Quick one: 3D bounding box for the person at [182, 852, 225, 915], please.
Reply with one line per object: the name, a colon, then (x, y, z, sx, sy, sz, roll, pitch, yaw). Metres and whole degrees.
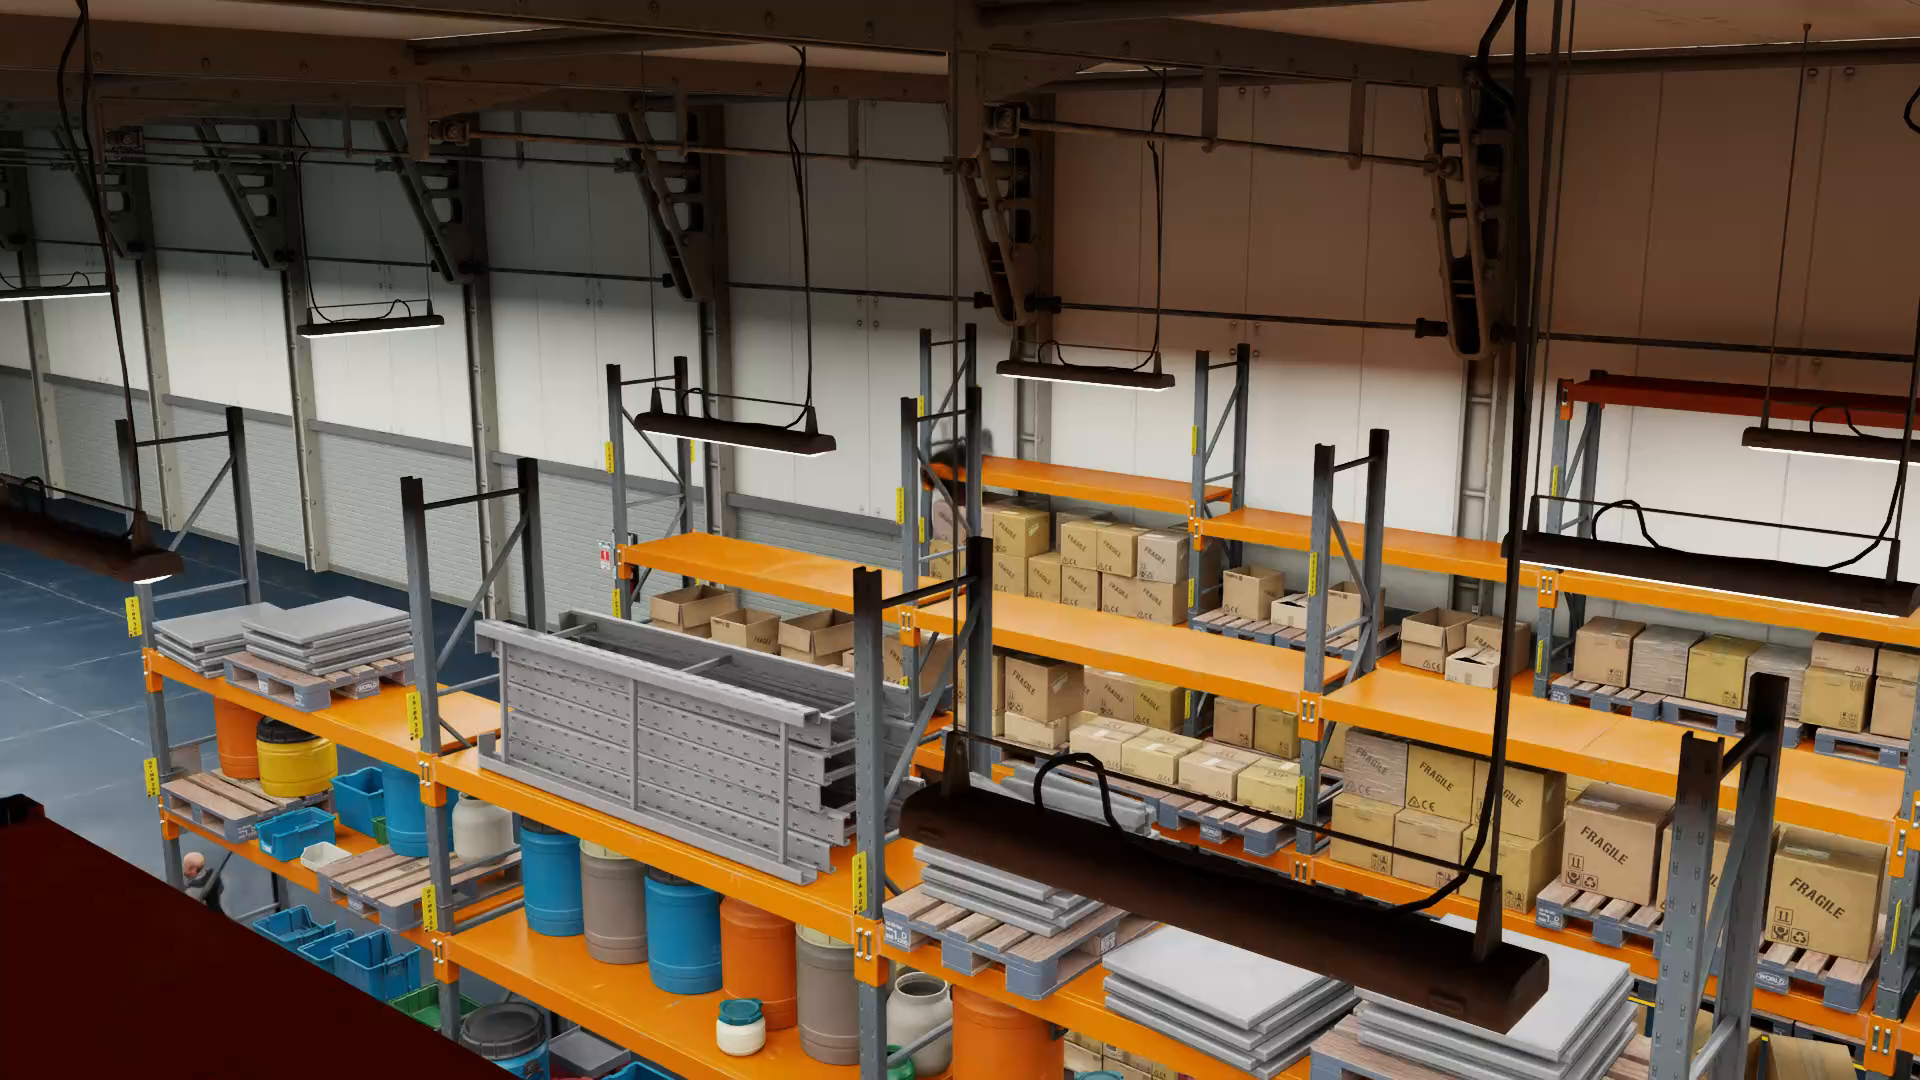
person: (-7.240, 3.756, 15.926, 0.512, 1.675, 0.704, 0, 13, -1)
